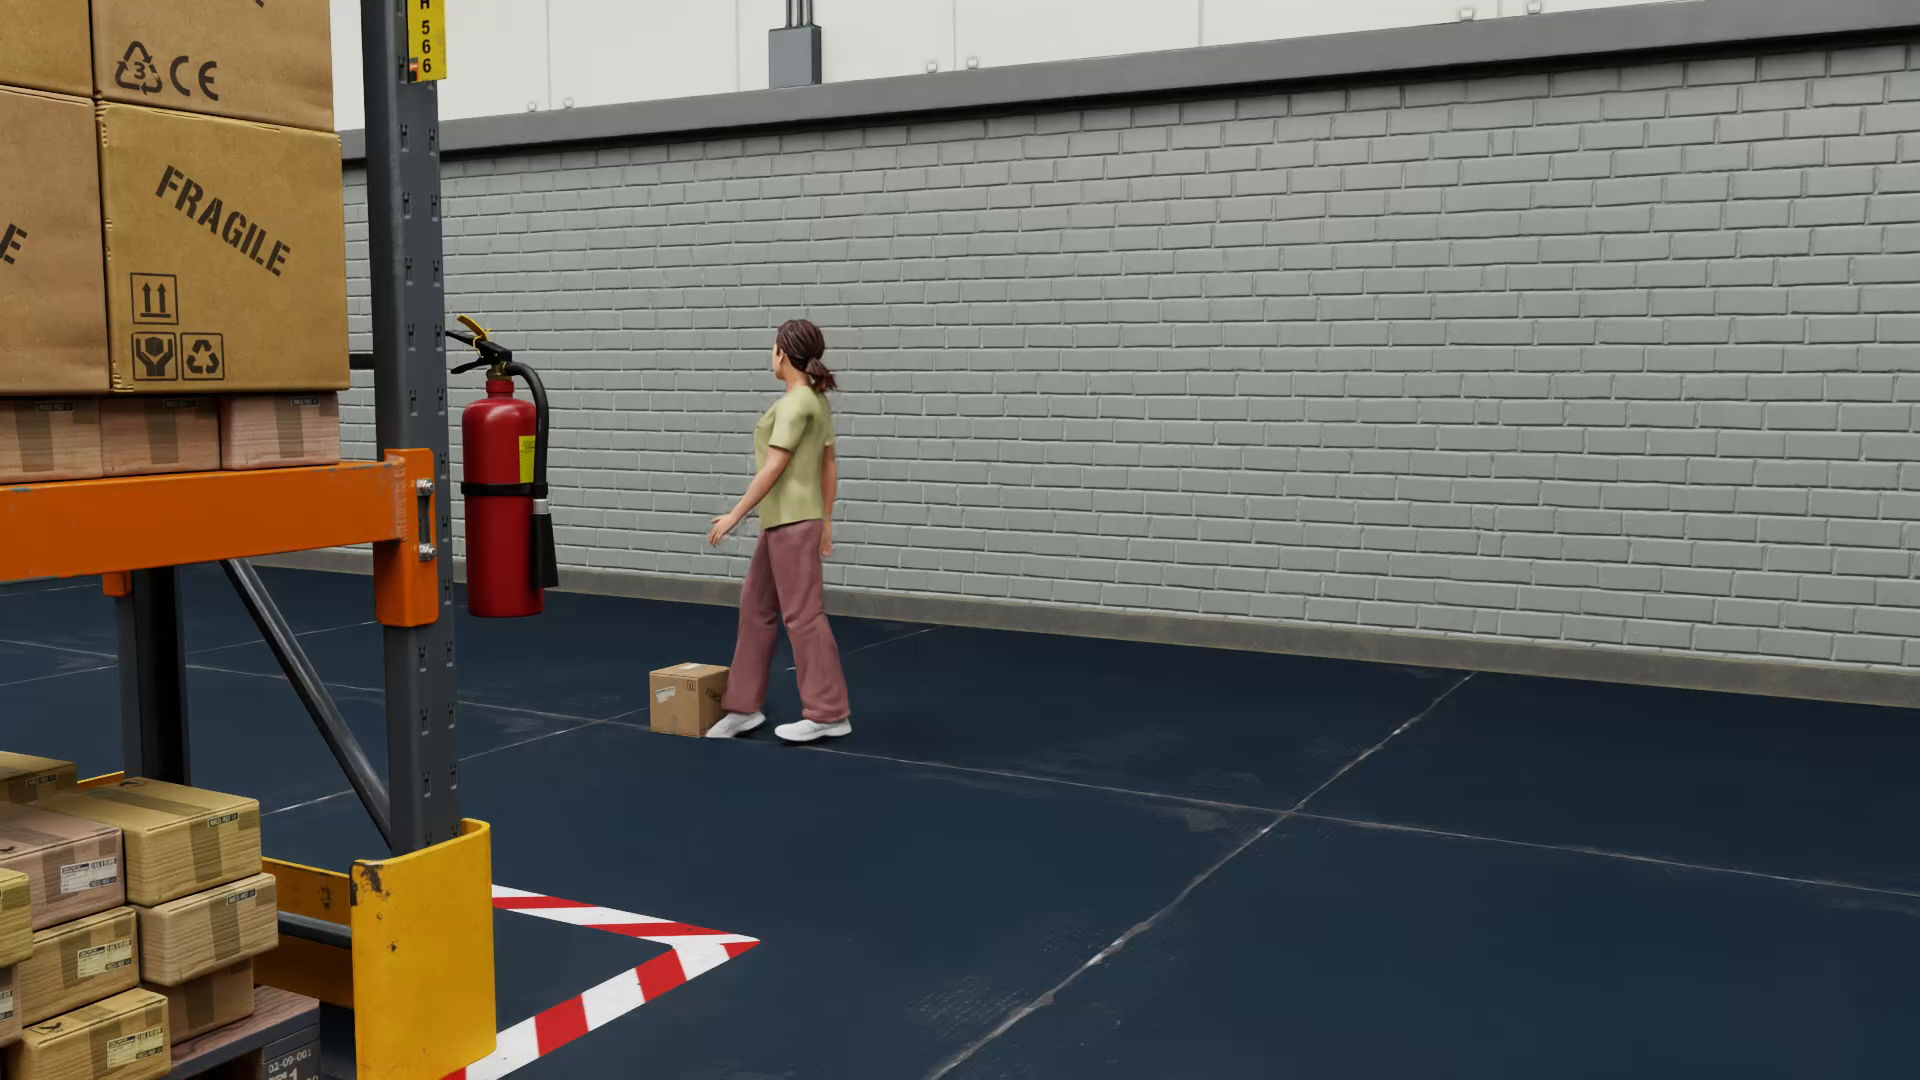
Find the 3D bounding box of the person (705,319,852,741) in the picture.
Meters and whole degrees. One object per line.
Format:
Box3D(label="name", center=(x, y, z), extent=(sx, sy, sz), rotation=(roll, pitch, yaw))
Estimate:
Box3D(label="person", center=(-0.752, -0.008, 6.591), extent=(0.644, 1.721, 0.470), rotation=(0, 6, 2))
